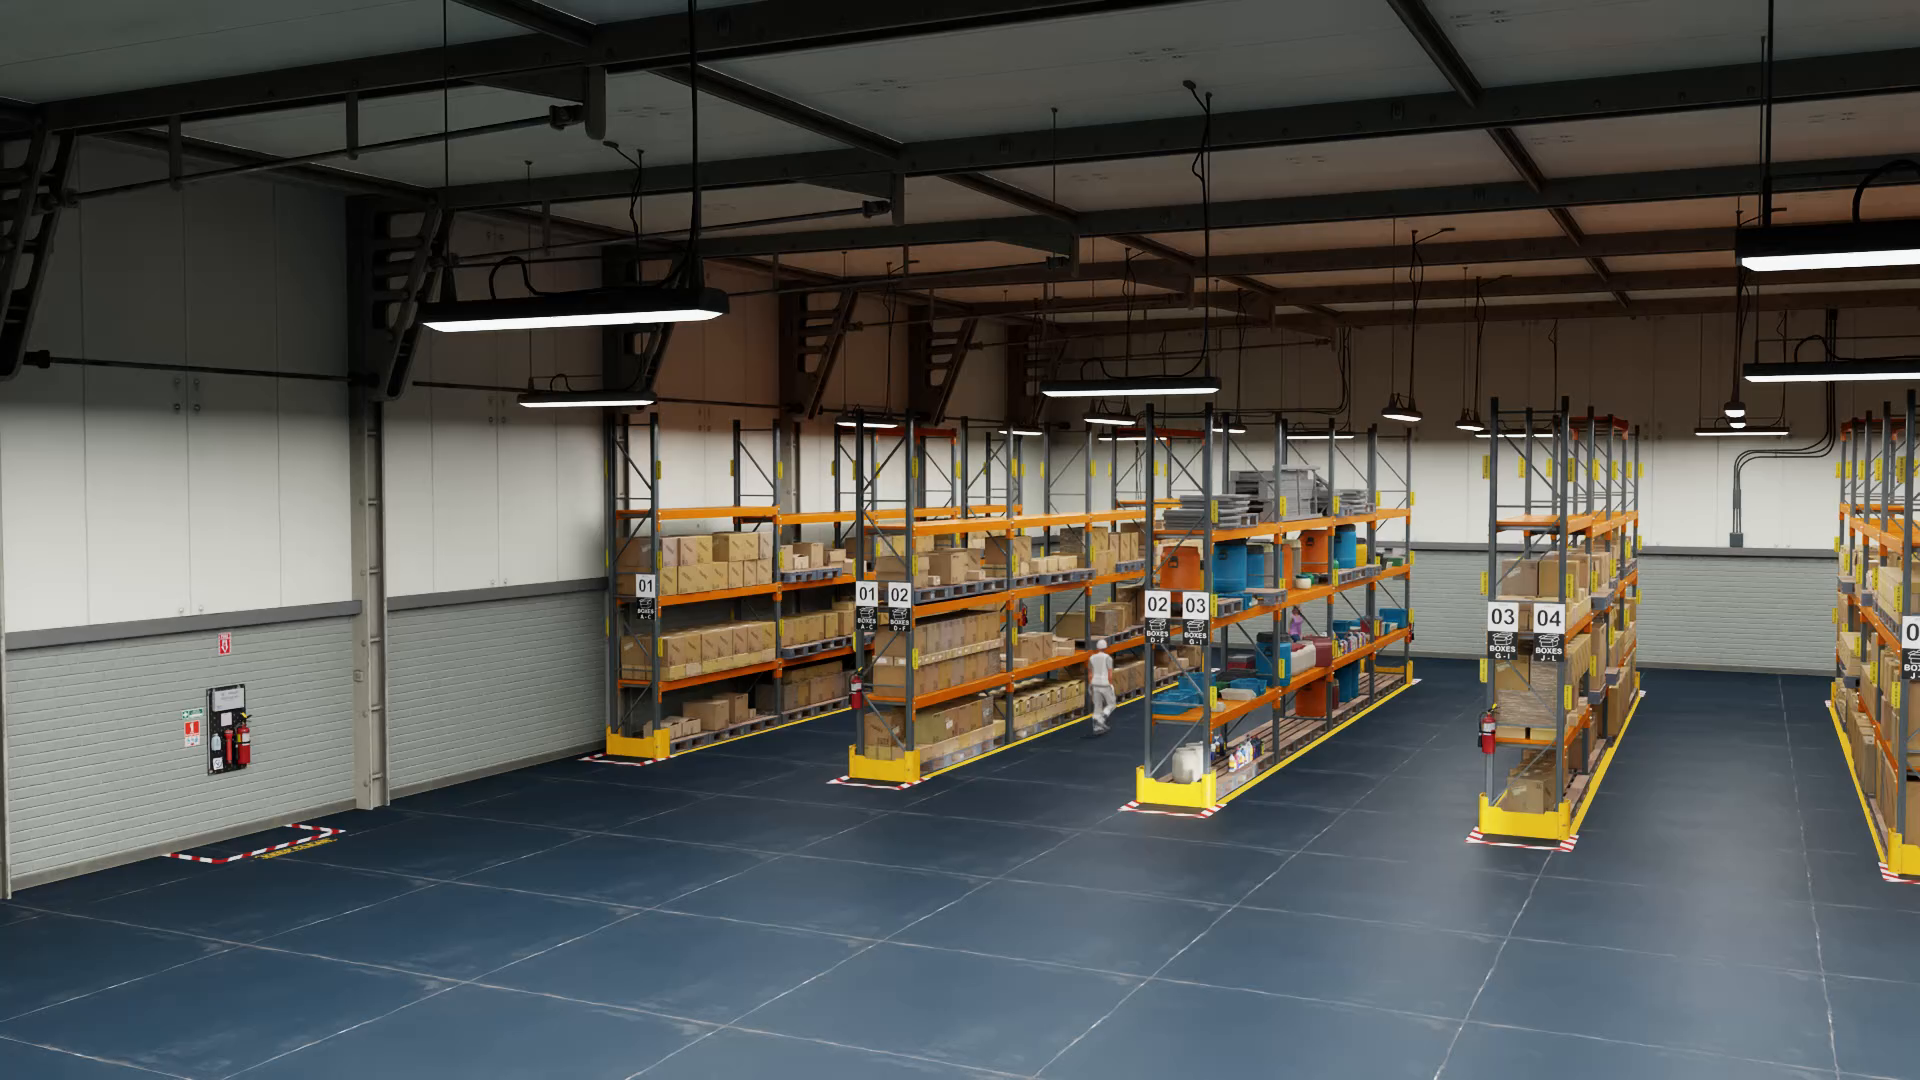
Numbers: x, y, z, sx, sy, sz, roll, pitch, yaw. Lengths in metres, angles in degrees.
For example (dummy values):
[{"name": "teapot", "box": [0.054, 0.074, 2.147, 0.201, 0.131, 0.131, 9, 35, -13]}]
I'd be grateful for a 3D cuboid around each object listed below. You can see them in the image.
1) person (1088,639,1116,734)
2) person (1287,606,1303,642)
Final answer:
[{"name": "person", "box": [2.671, 2.777, 31.523, 0.584, 1.780, 0.481, 2, 3, 42]}, {"name": "person", "box": [8.734, 2.438, 43.197, 0.400, 1.474, 0.963, -2, 3, -41]}]
